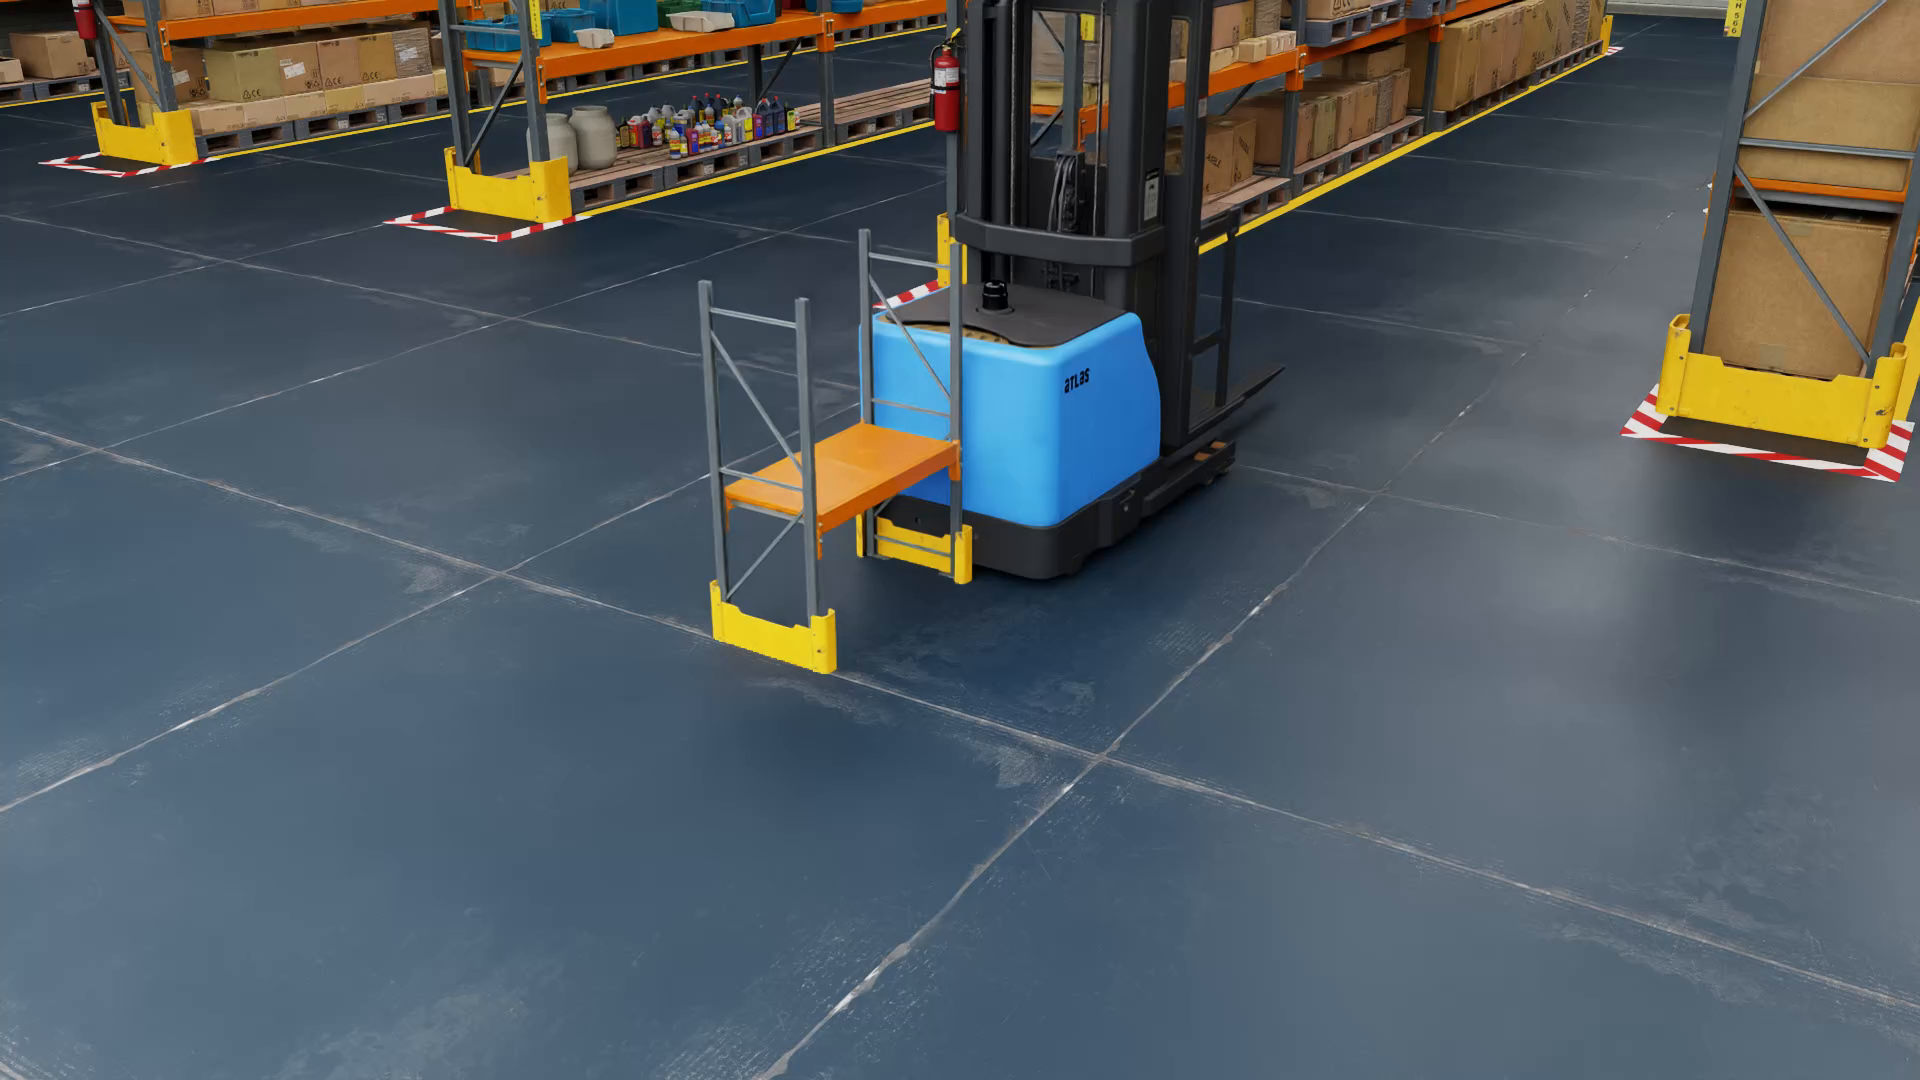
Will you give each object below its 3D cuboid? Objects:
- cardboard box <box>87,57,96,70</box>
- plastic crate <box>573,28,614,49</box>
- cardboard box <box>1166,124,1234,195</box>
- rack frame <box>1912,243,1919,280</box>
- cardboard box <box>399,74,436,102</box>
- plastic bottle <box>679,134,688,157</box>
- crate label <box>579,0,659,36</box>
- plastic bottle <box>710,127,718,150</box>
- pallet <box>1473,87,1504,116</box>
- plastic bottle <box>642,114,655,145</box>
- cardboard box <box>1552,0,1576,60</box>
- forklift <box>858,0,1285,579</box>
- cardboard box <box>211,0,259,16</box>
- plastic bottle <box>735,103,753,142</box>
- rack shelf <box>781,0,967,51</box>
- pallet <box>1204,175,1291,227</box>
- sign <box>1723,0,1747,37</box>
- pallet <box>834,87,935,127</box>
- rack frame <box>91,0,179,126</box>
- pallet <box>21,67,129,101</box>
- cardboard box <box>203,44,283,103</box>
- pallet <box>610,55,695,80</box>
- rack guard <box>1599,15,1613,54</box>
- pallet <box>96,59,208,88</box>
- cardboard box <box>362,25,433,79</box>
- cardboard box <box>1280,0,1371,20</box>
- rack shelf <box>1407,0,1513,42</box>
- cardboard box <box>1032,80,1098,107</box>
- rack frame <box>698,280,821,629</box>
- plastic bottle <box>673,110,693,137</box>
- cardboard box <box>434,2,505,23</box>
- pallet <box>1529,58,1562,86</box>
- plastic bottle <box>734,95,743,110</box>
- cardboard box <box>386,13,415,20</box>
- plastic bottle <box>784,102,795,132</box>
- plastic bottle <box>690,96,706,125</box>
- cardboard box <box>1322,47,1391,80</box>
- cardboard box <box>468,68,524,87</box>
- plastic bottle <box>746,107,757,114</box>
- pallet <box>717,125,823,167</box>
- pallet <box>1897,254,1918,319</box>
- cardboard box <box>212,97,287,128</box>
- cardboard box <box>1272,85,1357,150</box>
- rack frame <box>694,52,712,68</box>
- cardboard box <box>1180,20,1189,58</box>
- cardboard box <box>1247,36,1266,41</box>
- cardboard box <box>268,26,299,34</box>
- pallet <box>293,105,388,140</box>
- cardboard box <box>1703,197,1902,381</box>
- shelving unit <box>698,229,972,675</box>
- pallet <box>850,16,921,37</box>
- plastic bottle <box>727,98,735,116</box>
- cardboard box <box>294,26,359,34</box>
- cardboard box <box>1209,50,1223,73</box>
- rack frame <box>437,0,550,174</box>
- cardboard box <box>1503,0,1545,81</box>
[{"bbox_3d":[-11.013,-5.937,20.723,0.380,0.149,0.250,12,26,25],"label":"cardboard box"},{"bbox_3d":[-3.100,-4.266,14.161,0.298,0.136,0.250,14,27,29],"label":"plastic crate"},{"bbox_3d":[1.932,-3.189,13.958,0.500,0.500,0.500,-18,29,-36],"label":"cardboard box"},{"bbox_3d":[6.633,-3.391,11.808,1.000,3.000,0.127,14,27,29],"label":"rack frame"},{"bbox_3d":[-6.273,-5.104,18.696,0.500,0.250,0.500,14,27,29],"label":"cardboard box"},{"bbox_3d":[-2.570,-3.652,15.378,0.097,0.201,0.097,0,23,0],"label":"plastic bottle"},{"bbox_3d":[-3.105,-4.847,15.125,0.502,0.435,0.616,14,27,29],"label":"crate label"},{"bbox_3d":[-2.339,-3.800,15.720,0.097,0.201,0.097,0,23,0],"label":"plastic bottle"},{"bbox_3d":[5.706,-5.195,19.486,1.003,0.211,1.213,14,27,29],"label":"pallet"},{"bbox_3d":[-3.020,-3.942,15.956,0.152,0.276,0.135,13,27,28],"label":"plastic bottle"},{"bbox_3d":[7.583,-6.892,22.041,0.875,0.875,0.875,14,27,29],"label":"cardboard box"},{"bbox_3d":[0.759,-1.711,8.013,1.130,2.935,3.031,14,27,30],"label":"forklift"},{"bbox_3d":[-7.522,-5.571,16.717,0.700,0.500,0.500,15,27,30],"label":"cardboard box"},{"bbox_3d":[-2.102,-4.037,16.081,0.144,0.351,0.185,14,27,29],"label":"plastic bottle"},{"bbox_3d":[-0.681,-5.847,18.387,1.077,0.370,4.000,14,27,29],"label":"rack shelf"},{"bbox_3d":[2.148,-2.951,14.301,1.003,0.211,1.213,14,27,29],"label":"pallet"},{"bbox_3d":[4.069,-2.800,8.685,0.100,0.325,0.005,14,27,29],"label":"sign"},{"bbox_3d":[-0.712,-4.909,18.825,1.003,0.211,1.213,14,27,29],"label":"pallet"},{"bbox_3d":[-8.052,-5.192,15.967,1.000,3.000,0.127,14,27,29],"label":"rack frame"},{"bbox_3d":[-11.119,-5.652,20.539,1.003,0.211,1.213,14,27,29],"label":"pallet"},{"bbox_3d":[-7.318,-4.770,16.982,0.500,0.500,0.500,14,27,29],"label":"cardboard box"},{"bbox_3d":[-4.299,-6.343,22.135,1.003,0.211,1.213,14,27,29],"label":"pallet"},{"bbox_3d":[8.815,-7.376,24.158,1.175,0.500,0.348,14,27,29],"label":"rack guard"},{"bbox_3d":[-10.476,-6.065,21.494,1.003,0.211,1.213,14,27,29],"label":"pallet"},{"bbox_3d":[-6.274,-5.448,18.548,0.500,0.500,0.500,14,27,29],"label":"cardboard box"},{"bbox_3d":[3.010,-5.171,14.636,1.000,1.000,1.000,14,27,29],"label":"cardboard box"},{"bbox_3d":[5.637,-6.160,19.108,1.077,0.370,4.000,14,27,29],"label":"rack shelf"},{"bbox_3d":[0.715,-3.046,11.326,0.380,0.149,0.250,14,27,29],"label":"cardboard box"},{"bbox_3d":[-0.759,-0.226,6.385,0.500,1.500,0.032,14,27,30],"label":"rack frame"},{"bbox_3d":[-2.699,-4.039,16.180,0.152,0.276,0.135,14,27,29],"label":"plastic bottle"},{"bbox_3d":[-7.543,-8.356,25.453,0.750,0.750,0.750,13,27,28],"label":"cardboard box"},{"bbox_3d":[7.160,-6.125,21.634,1.003,0.211,1.213,14,27,29],"label":"pallet"},{"bbox_3d":[-2.276,-4.437,17.103,0.097,0.271,0.097,0,23,0],"label":"plastic bottle"},{"bbox_3d":[-8.378,-7.730,24.422,0.700,0.500,0.500,14,27,30],"label":"cardboard box"},{"bbox_3d":[-1.709,-4.226,16.603,0.061,0.283,0.133,15,28,32],"label":"plastic bottle"},{"bbox_3d":[-2.614,-4.240,16.548,0.144,0.351,0.185,13,26,27],"label":"plastic bottle"},{"bbox_3d":[3.983,-4.800,16.711,0.500,0.250,0.500,17,29,35],"label":"cardboard box"},{"bbox_3d":[-5.519,-5.557,19.743,0.500,0.250,0.500,13,27,28],"label":"cardboard box"},{"bbox_3d":[-2.071,-4.135,16.400,0.152,0.276,0.135,14,27,29],"label":"plastic bottle"},{"bbox_3d":[-2.125,-4.005,16.736,1.003,0.211,1.213,14,27,29],"label":"pallet"},{"bbox_3d":[6.165,-1.871,11.807,1.003,0.211,1.213,14,27,29],"label":"pallet"},{"bbox_3d":[-7.319,-4.427,17.132,0.500,0.250,0.500,14,27,29],"label":"cardboard box"},{"bbox_3d":[3.377,-4.068,15.964,0.700,0.500,0.500,11,26,24],"label":"cardboard box"},{"bbox_3d":[-3.832,-7.892,22.204,1.000,3.000,0.127,14,27,29],"label":"rack frame"},{"bbox_3d":[1.412,-3.997,12.706,0.875,0.500,0.500,14,27,29],"label":"cardboard box"},{"bbox_3d":[2.286,-4.061,13.671,0.380,0.149,0.250,14,27,29],"label":"cardboard box"},{"bbox_3d":[-9.548,-7.070,22.899,0.700,0.500,0.500,13,27,28],"label":"cardboard box"},{"bbox_3d":[-7.040,-4.589,18.085,1.003,0.211,1.213,14,27,29],"label":"pallet"},{"bbox_3d":[4.824,-1.501,9.588,0.875,0.875,0.875,14,27,29],"label":"cardboard box"},{"bbox_3d":[-0.479,-0.399,6.784,0.587,1.500,1.083,14,27,30],"label":"shelving unit"},{"bbox_3d":[-1.359,-8.194,26.412,1.003,0.211,1.213,14,27,29],"label":"pallet"},{"bbox_3d":[-2.333,-4.305,16.785,0.061,0.283,0.133,14,27,29],"label":"plastic bottle"},{"bbox_3d":[-6.980,-5.388,18.410,0.500,0.500,0.500,14,27,29],"label":"cardboard box"},{"bbox_3d":[1.805,-3.712,12.865,0.380,0.149,0.250,14,27,29],"label":"cardboard box"},{"bbox_3d":[-3.846,-4.153,13.566,1.000,3.000,0.127,14,27,29],"label":"rack frame"},{"bbox_3d":[6.372,-6.162,20.355,1.225,0.875,0.875,14,27,29],"label":"cardboard box"}]
